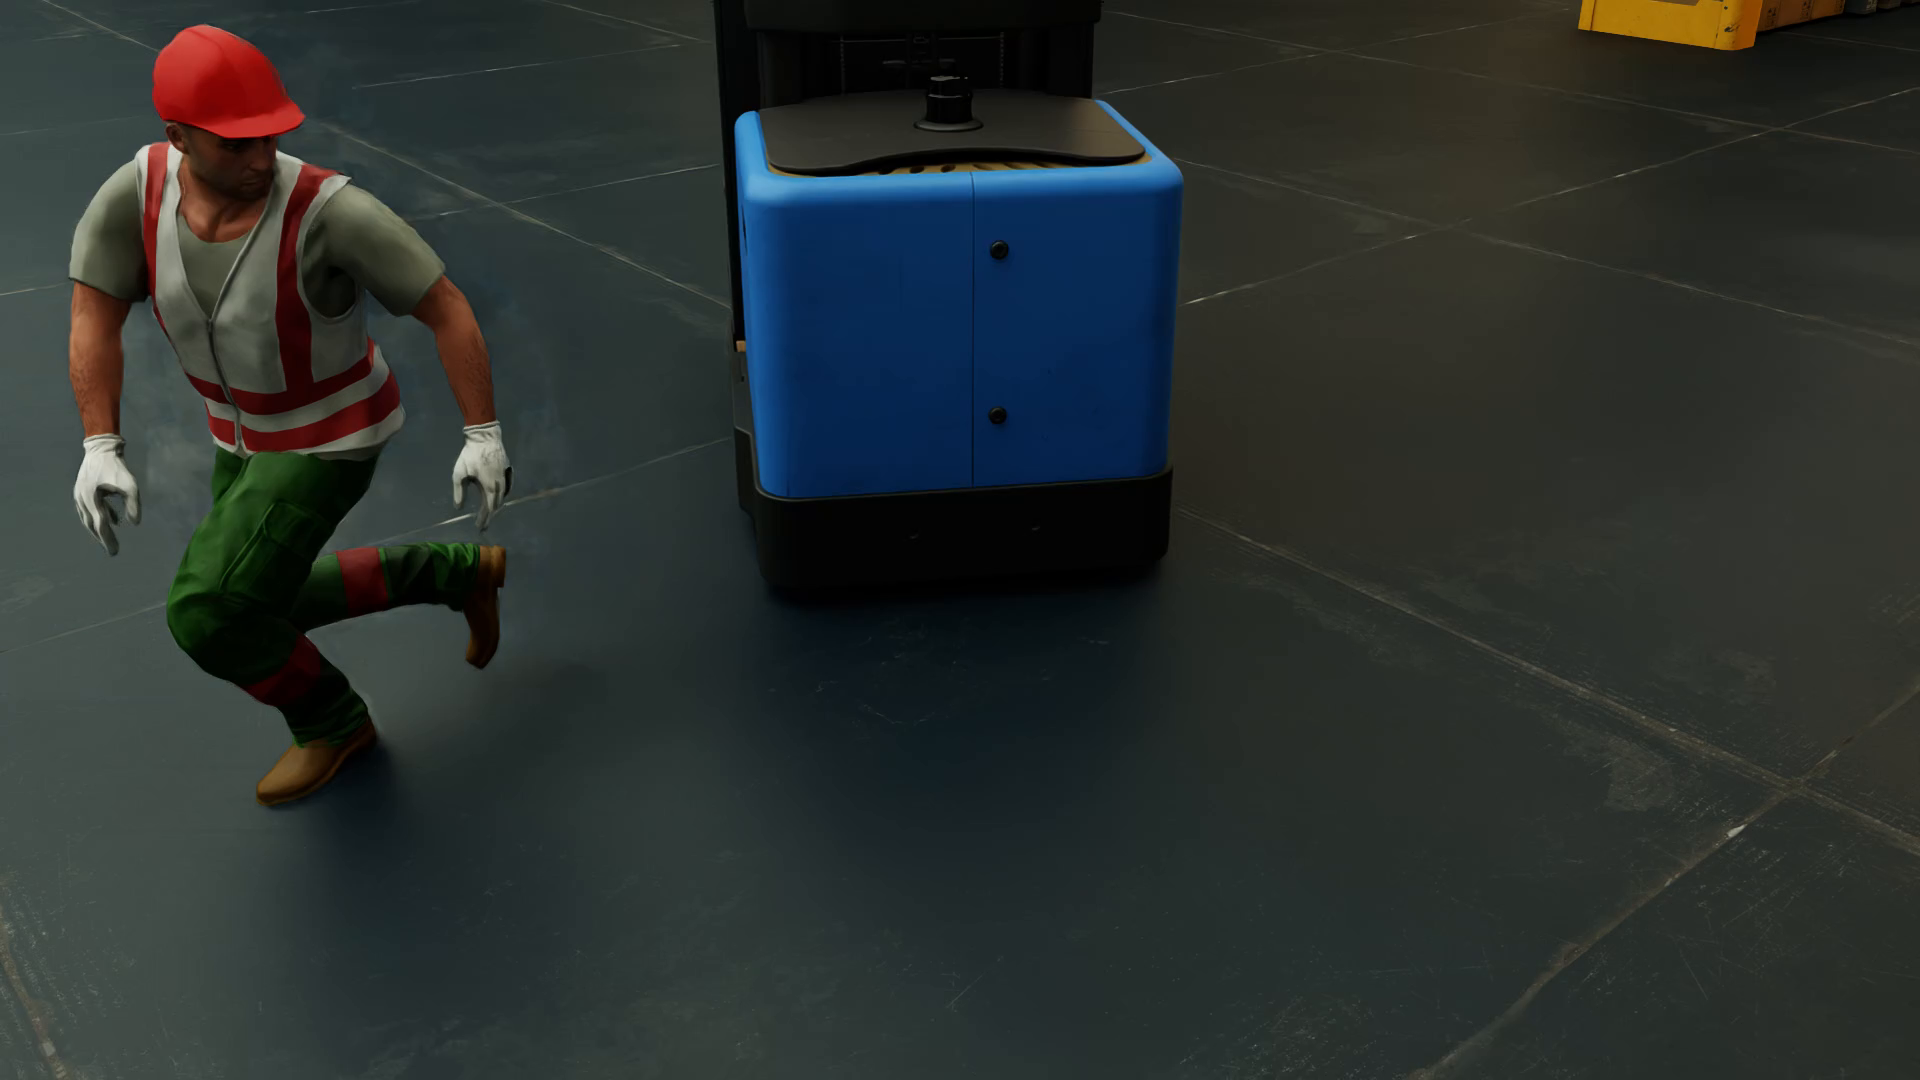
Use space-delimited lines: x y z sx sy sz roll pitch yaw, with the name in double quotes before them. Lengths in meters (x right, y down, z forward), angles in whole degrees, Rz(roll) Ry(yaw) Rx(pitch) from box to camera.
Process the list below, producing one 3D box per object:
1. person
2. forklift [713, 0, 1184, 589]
"person" -1.253 -0.232 3.268 0.662 1.553 0.843 16 31 29
"forklift" -0.195 -1.821 4.874 1.130 2.935 3.031 -4 27 -8
